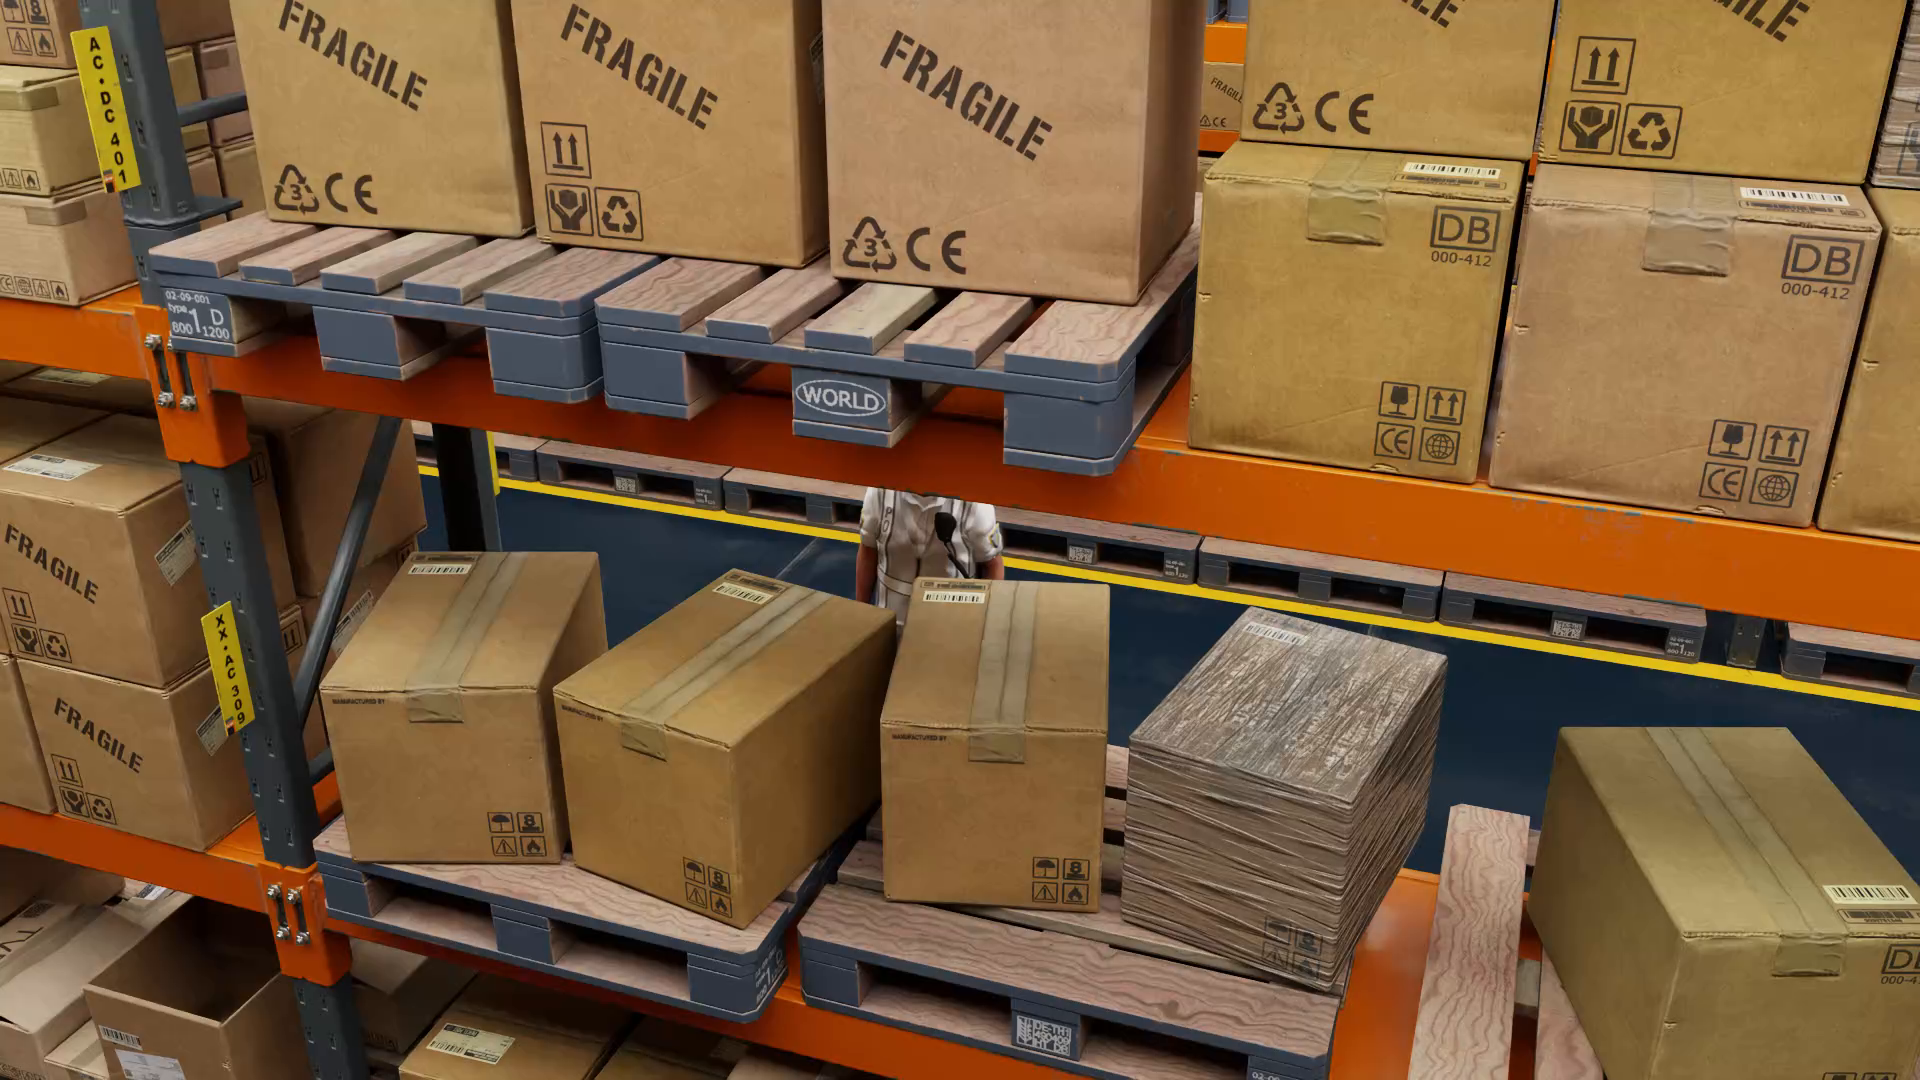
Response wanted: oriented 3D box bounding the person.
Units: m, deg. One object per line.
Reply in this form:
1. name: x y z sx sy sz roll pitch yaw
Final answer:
1. person: -0.129 0.309 6.457 0.603 1.747 0.437 7 26 14
